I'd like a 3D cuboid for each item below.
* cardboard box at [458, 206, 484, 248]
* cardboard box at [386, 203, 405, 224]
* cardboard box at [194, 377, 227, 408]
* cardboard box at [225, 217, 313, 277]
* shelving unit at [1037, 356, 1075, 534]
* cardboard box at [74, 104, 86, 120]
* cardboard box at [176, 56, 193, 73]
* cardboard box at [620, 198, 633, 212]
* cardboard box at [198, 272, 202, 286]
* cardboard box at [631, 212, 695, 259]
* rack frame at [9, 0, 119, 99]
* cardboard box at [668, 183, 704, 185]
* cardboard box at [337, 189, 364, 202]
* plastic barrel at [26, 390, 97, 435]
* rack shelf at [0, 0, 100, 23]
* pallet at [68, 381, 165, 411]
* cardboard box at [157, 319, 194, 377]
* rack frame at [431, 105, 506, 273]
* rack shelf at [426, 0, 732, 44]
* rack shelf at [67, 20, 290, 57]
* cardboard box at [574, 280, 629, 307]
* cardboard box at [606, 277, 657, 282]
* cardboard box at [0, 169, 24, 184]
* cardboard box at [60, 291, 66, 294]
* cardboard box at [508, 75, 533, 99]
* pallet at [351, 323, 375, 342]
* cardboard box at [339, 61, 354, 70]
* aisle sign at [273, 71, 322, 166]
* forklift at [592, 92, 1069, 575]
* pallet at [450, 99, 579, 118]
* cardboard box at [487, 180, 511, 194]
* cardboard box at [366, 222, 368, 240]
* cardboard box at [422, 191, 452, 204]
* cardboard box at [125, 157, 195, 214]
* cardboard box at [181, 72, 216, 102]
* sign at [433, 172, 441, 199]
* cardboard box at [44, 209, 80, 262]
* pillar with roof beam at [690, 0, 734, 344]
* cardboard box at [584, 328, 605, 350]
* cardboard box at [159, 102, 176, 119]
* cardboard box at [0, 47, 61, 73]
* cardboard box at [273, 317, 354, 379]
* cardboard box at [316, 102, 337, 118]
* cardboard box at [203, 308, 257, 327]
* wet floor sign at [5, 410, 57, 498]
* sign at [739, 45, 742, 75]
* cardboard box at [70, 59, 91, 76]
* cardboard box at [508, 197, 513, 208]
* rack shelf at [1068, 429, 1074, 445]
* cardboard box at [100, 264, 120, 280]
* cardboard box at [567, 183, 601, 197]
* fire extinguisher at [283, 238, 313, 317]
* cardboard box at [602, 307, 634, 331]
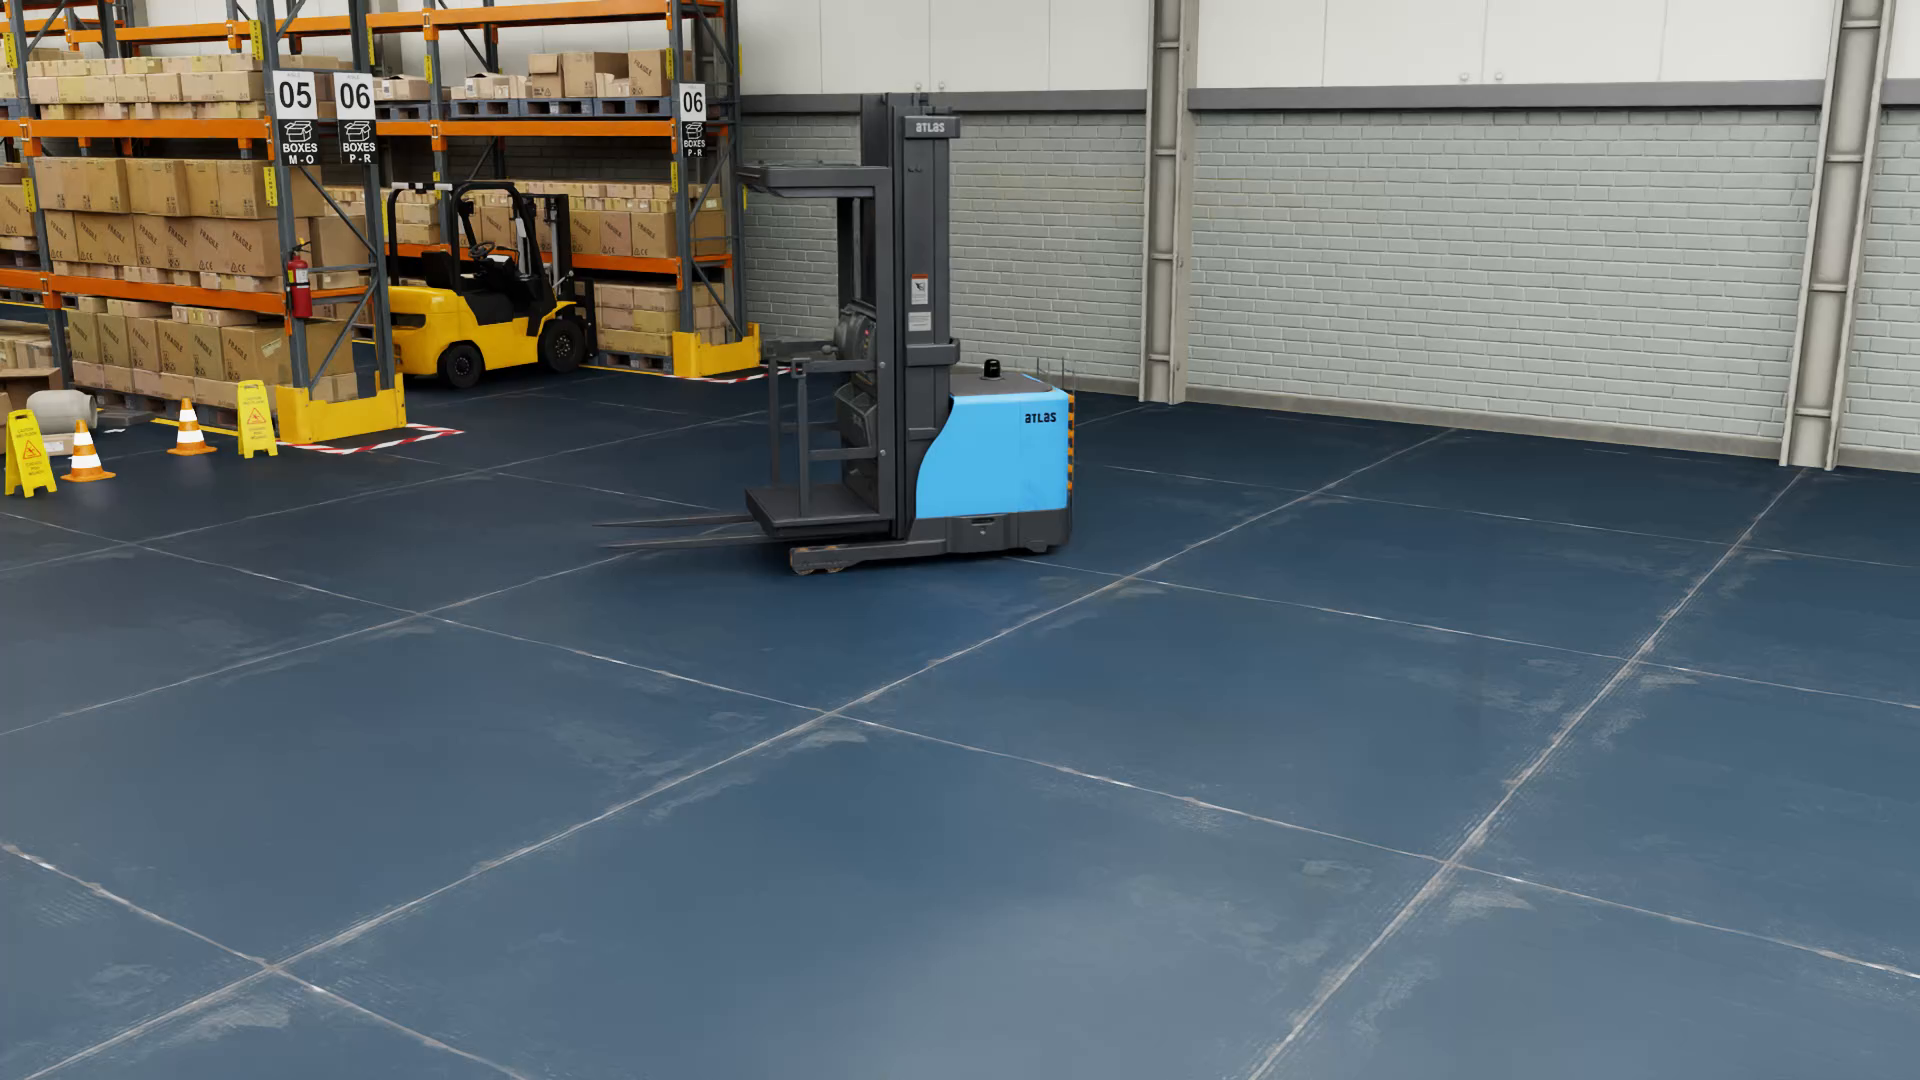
[{"bbox_3d":[-5.919,-3.890,20.589,0.500,0.500,0.500,9,16,31],"label":"cardboard box"},{"bbox_3d":[-7.122,-4.206,21.342,0.500,0.250,0.500,9,16,31],"label":"cardboard box"},{"bbox_3d":[-6.836,-1.422,15.673,0.500,0.250,0.500,9,17,33],"label":"cardboard box"},{"bbox_3d":[-6.193,-2.638,14.909,0.500,0.500,0.500,9,16,32],"label":"cardboard box"},{"bbox_3d":[0.653,-0.647,11.439,0.189,1.200,0.258,-4,14,-16],"label":"shelving unit"},{"bbox_3d":[-8.333,-4.149,16.123,0.250,0.149,0.380,9,17,33],"label":"cardboard box"},{"bbox_3d":[-6.830,-4.286,15.015,0.250,0.149,0.380,9,17,33],"label":"cardboard box"},{"bbox_3d":[-3.676,-3.846,19.061,0.250,0.149,0.380,10,17,34],"label":"cardboard box"},{"bbox_3d":[-6.857,-2.454,15.516,0.250,0.149,0.380,9,17,34],"label":"cardboard box"},{"bbox_3d":[-3.377,-3.479,18.927,0.500,0.500,0.500,9,16,32],"label":"cardboard box"},{"bbox_3d":[-8.908,-5.875,16.330,0.127,3.000,1.000,9,17,33],"label":"rack frame"},{"bbox_3d":[-3.167,-4.061,19.307,0.250,0.149,0.380,10,17,35],"label":"cardboard box"},{"bbox_3d":[-7.889,-4.504,21.717,0.250,0.149,0.380,9,16,31],"label":"cardboard box"},{"bbox_3d":[-8.148,-1.151,15.093,0.512,0.421,0.421,-4,14,-16],"label":"plastic barrel"},{"bbox_3d":[-10.568,-5.600,17.548,4.000,0.370,1.077,9,17,33],"label":"rack shelf"},{"bbox_3d":[-8.331,-1.527,17.051,1.213,0.211,1.003,9,17,33],"label":"pallet"},{"bbox_3d":[-7.249,-1.854,15.857,0.500,0.500,0.500,9,16,32],"label":"cardboard box"},{"bbox_3d":[-6.141,-3.953,21.051,0.127,3.000,1.000,9,17,33],"label":"rack frame"},{"bbox_3d":[-4.482,-6.054,19.382,4.000,0.370,1.077,9,17,33],"label":"rack shelf"},{"bbox_3d":[-11.120,-7.127,23.716,4.000,0.370,1.077,9,17,33],"label":"rack shelf"},{"bbox_3d":[-4.230,-2.904,19.580,0.500,0.250,0.500,9,17,34],"label":"cardboard box"},{"bbox_3d":[-3.941,-3.009,20.004,0.500,0.250,0.500,9,17,32],"label":"cardboard box"},{"bbox_3d":[-9.997,-3.782,17.306,0.250,0.149,0.380,9,16,31],"label":"cardboard box"},{"bbox_3d":[-14.095,-4.191,26.338,0.500,0.500,0.700,8,16,31],"label":"cardboard box"},{"bbox_3d":[-5.079,-5.337,19.596,0.258,0.266,0.396,9,16,31],"label":"cardboard box"},{"bbox_3d":[-7.791,-2.854,22.414,1.213,0.211,1.003,9,17,33],"label":"pallet"},{"bbox_3d":[-8.151,-5.965,21.643,0.500,0.500,0.500,10,17,34],"label":"cardboard box"},{"bbox_3d":[-5.700,-3.623,14.305,0.004,0.787,0.394,9,17,33],"label":"aisle sign"},{"bbox_3d":[-0.857,-1.345,10.658,3.031,2.935,1.130,-4,14,-16],"label":"forklift"},{"bbox_3d":[-5.419,-5.257,20.260,1.213,0.211,1.003,9,17,33],"label":"pallet"},{"bbox_3d":[-5.558,-4.310,20.314,0.250,0.149,0.380,9,16,32],"label":"cardboard box"},{"bbox_3d":[-7.521,-4.035,21.693,0.500,0.250,0.500,9,17,33],"label":"cardboard box"},{"bbox_3d":[-6.549,-4.318,20.968,0.250,0.149,0.380,10,17,35],"label":"cardboard box"},{"bbox_3d":[-7.368,-3.342,15.673,0.500,0.500,0.700,9,17,32],"label":"cardboard box"},{"bbox_3d":[-6.574,-4.040,14.851,0.500,0.250,0.500,9,16,32],"label":"cardboard box"},{"bbox_3d":[-6.436,-4.368,20.479,0.005,0.325,0.100,9,17,33],"label":"sign"},{"bbox_3d":[-8.699,-3.042,16.541,0.500,0.500,0.500,9,17,33],"label":"cardboard box"},{"bbox_3d":[-5.300,-5.744,15.799,0.400,9.000,9.100,9,17,33],"label":"pillar with roof beam"},{"bbox_3d":[-4.206,-2.424,19.720,0.500,0.250,0.500,9,17,33],"label":"cardboard box"},{"bbox_3d":[-7.088,-3.930,15.238,0.250,0.149,0.380,9,16,31],"label":"cardboard box"},{"bbox_3d":[-9.460,-4.845,16.810,0.500,0.250,0.500,10,17,34],"label":"cardboard box"},{"bbox_3d":[-6.124,-1.826,15.746,0.500,0.500,0.500,9,16,31],"label":"cardboard box"},{"bbox_3d":[-5.683,-3.870,14.995,0.250,0.149,0.380,9,17,33],"label":"cardboard box"},{"bbox_3d":[-6.742,-2.066,15.365,0.250,0.149,0.380,10,17,34],"label":"cardboard box"},{"bbox_3d":[-7.139,-0.674,12.705,0.232,0.644,0.267,6,15,23],"label":"wet floor sign"},{"bbox_3d":[-2.507,-5.446,18.853,0.005,0.325,0.100,9,17,33],"label":"sign"},{"bbox_3d":[-8.180,-4.470,15.760,0.250,0.149,0.380,9,17,32],"label":"cardboard box"},{"bbox_3d":[-5.196,-4.075,19.982,0.250,0.149,0.380,9,17,32],"label":"cardboard box"},{"bbox_3d":[0.653,-0.720,11.421,0.180,0.103,0.258,-4,14,-16],"label":"rack shelf"},{"bbox_3d":[-8.164,-2.642,16.276,0.250,0.149,0.380,10,17,35],"label":"cardboard box"},{"bbox_3d":[-4.352,-4.082,19.394,0.250,0.149,0.380,10,17,34],"label":"cardboard box"},{"bbox_3d":[-5.752,-2.282,14.460,0.183,0.674,0.296,9,17,33],"label":"fire extinguisher"},{"bbox_3d":[-3.811,-2.601,19.397,0.500,0.250,0.500,9,17,32],"label":"cardboard box"}]
